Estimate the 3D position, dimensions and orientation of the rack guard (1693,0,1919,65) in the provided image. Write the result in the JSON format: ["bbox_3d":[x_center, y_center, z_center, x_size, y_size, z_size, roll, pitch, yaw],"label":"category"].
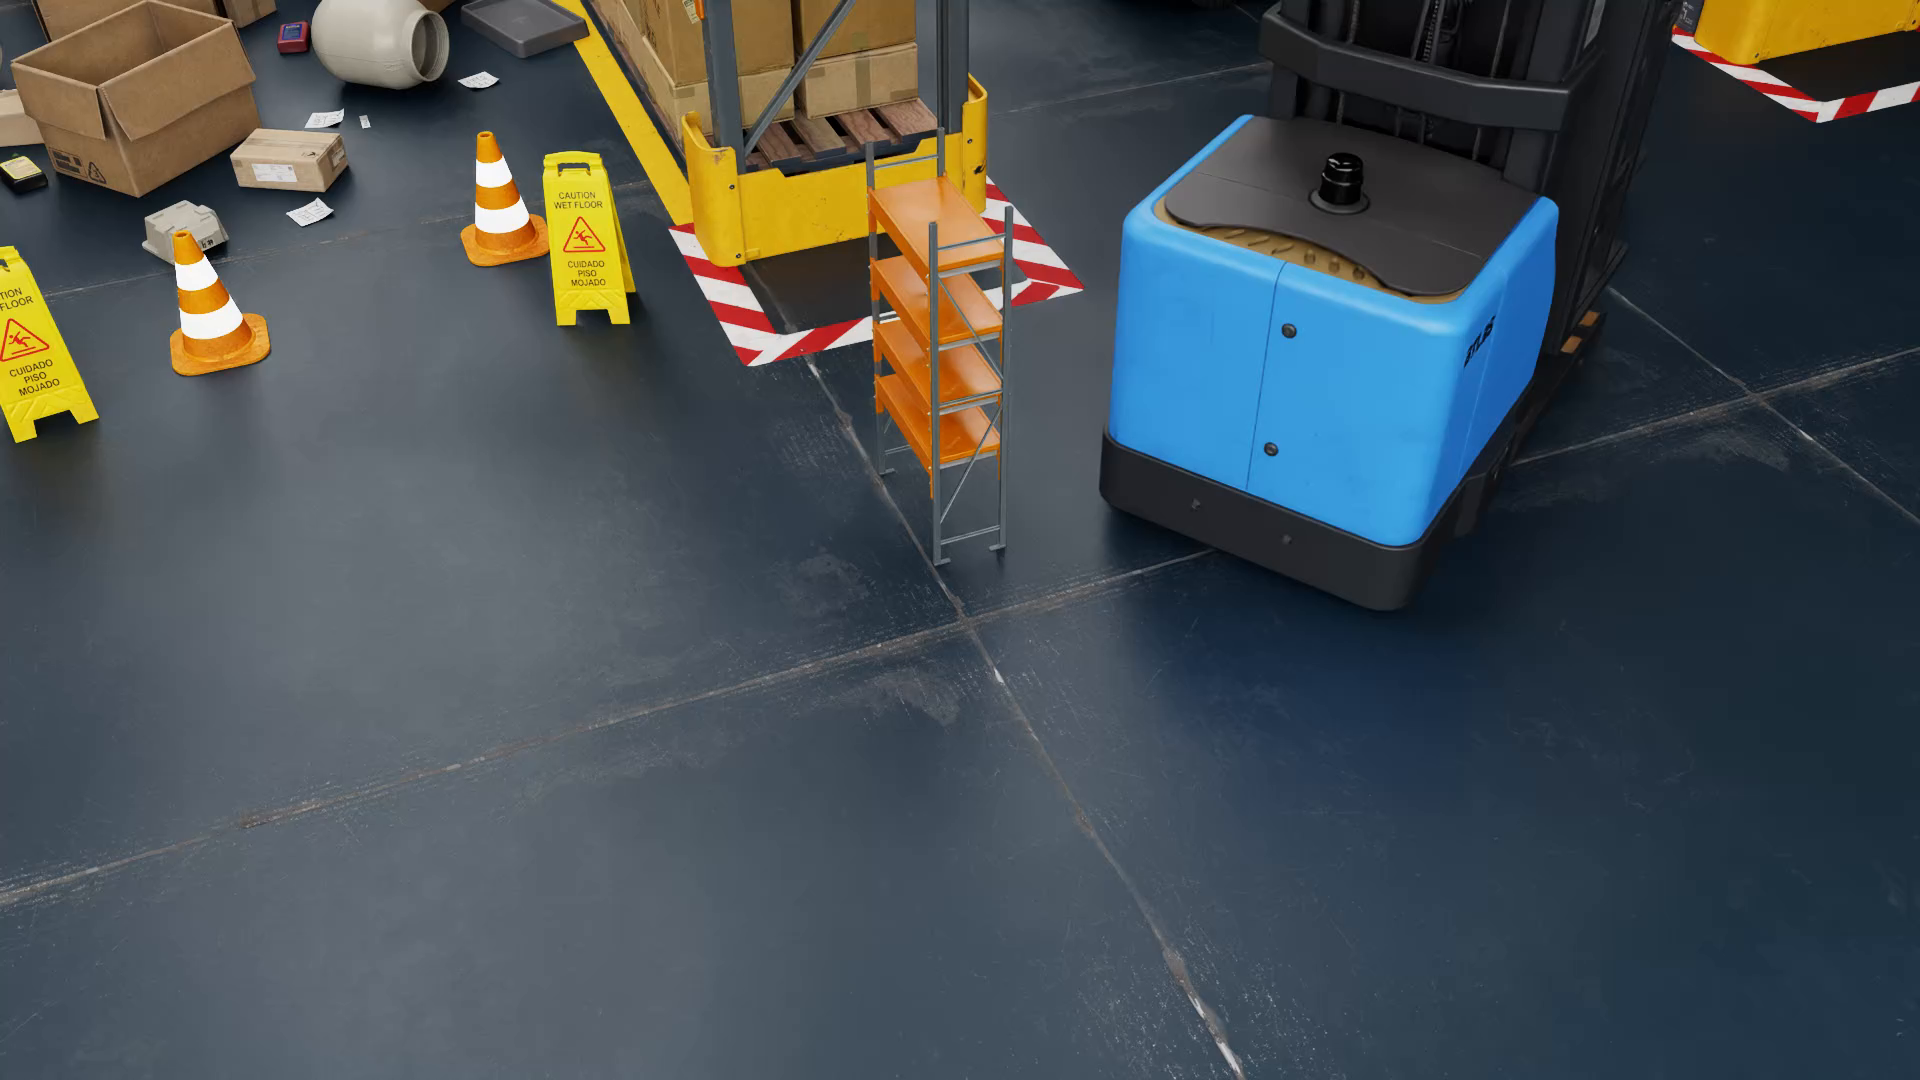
[{"bbox_3d":[4.144,-2.671,7.973,1.175,0.500,0.348,-15,43,-17],"label":"rack guard"}]

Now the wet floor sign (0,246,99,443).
[{"bbox_3d":[-3.144,-0.681,5.547,0.267,0.644,0.232,-23,46,-24],"label":"wet floor sign"}]

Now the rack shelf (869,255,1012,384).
[{"bbox_3d":[-0.063,-0.673,4.873,0.258,0.148,0.480,-15,43,-17],"label":"rack shelf"}]

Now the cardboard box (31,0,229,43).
[{"bbox_3d":[-3.826,-2.486,7.651,0.797,0.637,0.503,-15,43,-17],"label":"cardboard box"}]

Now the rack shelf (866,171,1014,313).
[{"bbox_3d":[-0.063,-0.853,4.719,0.258,0.148,0.480,-15,43,-17],"label":"rack shelf"}]

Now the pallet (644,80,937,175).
[{"bbox_3d":[-0.757,-1.880,7.274,1.003,0.211,1.213,-15,43,-17],"label":"pallet"}]

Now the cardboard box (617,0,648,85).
[{"bbox_3d":[-1.199,-2.244,7.345,0.500,0.250,0.500,-15,43,-17],"label":"cardboard box"}]

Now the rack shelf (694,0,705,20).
[{"bbox_3d":[-1.215,-3.325,7.368,1.077,0.370,4.000,-15,43,-17],"label":"rack shelf"}]

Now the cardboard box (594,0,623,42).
[{"bbox_3d":[-1.404,-2.557,7.710,0.500,0.250,0.500,-17,43,-18],"label":"cardboard box"}]

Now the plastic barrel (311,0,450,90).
[{"bbox_3d":[-2.639,-2.283,7.580,0.512,0.421,0.421,12,42,13],"label":"plastic barrel"}]

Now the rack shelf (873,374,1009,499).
[{"bbox_3d":[-0.063,-0.353,5.148,0.258,0.148,0.480,-15,43,-17],"label":"rack shelf"}]

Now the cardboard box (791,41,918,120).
[{"bbox_3d":[-0.503,-2.065,7.137,0.500,0.250,0.500,-15,43,-17],"label":"cardboard box"}]

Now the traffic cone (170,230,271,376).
[{"bbox_3d":[-2.702,-0.887,5.926,0.336,0.463,0.334,-15,43,-17],"label":"traffic cone"}]

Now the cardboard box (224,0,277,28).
[{"bbox_3d":[-3.652,-2.740,8.232,0.396,0.266,0.258,19,44,20],"label":"cardboard box"}]

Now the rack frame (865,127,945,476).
[{"bbox_3d":[-0.157,-0.702,5.146,0.240,1.200,0.015,-15,43,-17],"label":"rack frame"}]

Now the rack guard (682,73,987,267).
[{"bbox_3d":[-0.479,-1.491,6.601,1.175,0.500,0.348,-15,43,-17],"label":"rack guard"}]

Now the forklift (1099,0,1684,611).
[{"bbox_3d":[1.678,-1.833,5.133,1.130,2.935,3.031,23,46,25],"label":"forklift"}]

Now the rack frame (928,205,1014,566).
[{"bbox_3d":[0.030,-0.408,4.804,0.240,1.200,0.015,-15,43,-17],"label":"rack frame"}]

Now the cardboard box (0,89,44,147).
[{"bbox_3d":[-4.156,-1.894,7.249,0.396,0.266,0.258,-8,41,-9],"label":"cardboard box"}]

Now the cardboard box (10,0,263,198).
[{"bbox_3d":[-3.461,-1.873,7.042,0.637,0.503,0.797,19,44,20],"label":"cardboard box"}]

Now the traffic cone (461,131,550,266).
[{"bbox_3d":[-1.806,-1.368,6.486,0.336,0.463,0.334,-15,43,-17],"label":"traffic cone"}]

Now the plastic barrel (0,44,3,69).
[{"bbox_3d":[-4.664,-2.229,7.518,0.512,0.421,0.421,12,42,13],"label":"plastic barrel"}]

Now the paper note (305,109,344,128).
[{"bbox_3d":[-2.837,-1.885,7.427,0.148,0.019,0.142,-2,41,-2],"label":"paper note"}]

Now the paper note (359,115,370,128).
[{"bbox_3d":[-7.054,-5.641,11.648,3.823,0.211,13.979,-15,43,-17],"label":"paper note"}]

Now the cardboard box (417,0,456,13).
[{"bbox_3d":[-2.828,-2.871,8.203,0.500,0.500,0.500,12,42,13],"label":"cardboard box"}]

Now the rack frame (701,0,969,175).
[{"bbox_3d":[-0.450,-2.393,5.732,1.000,3.000,0.127,-15,43,-17],"label":"rack frame"}]

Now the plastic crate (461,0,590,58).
[{"bbox_3d":[-2.137,-2.545,8.149,0.402,0.080,0.583,-31,49,-31],"label":"plastic crate"}]

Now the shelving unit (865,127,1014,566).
[{"bbox_3d":[-0.063,-0.555,4.975,0.258,1.200,0.503,-15,43,-17],"label":"shelving unit"}]

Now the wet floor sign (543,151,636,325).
[{"bbox_3d":[-1.366,-1.119,6.056,0.267,0.644,0.232,-2,41,-2],"label":"wet floor sign"}]

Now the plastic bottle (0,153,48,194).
[{"bbox_3d":[-3.966,-1.552,7.008,0.133,0.061,0.283,-31,49,-31],"label":"plastic bottle"}]

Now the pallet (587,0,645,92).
[{"bbox_3d":[-1.220,-2.614,8.127,1.003,0.211,1.213,-15,43,-17],"label":"pallet"}]

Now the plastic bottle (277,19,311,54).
[{"bbox_3d":[-3.219,-2.443,8.044,0.133,0.061,0.283,-8,41,-9],"label":"plastic bottle"}]

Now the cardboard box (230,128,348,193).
[{"bbox_3d":[-2.817,-1.597,6.993,0.380,0.149,0.250,5,41,6],"label":"cardboard box"}]

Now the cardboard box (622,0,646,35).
[{"bbox_3d":[-1.200,-2.525,7.098,0.500,0.500,0.500,-14,43,-15],"label":"cardboard box"}]

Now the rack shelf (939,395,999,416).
[{"bbox_3d":[-0.063,-0.525,5.000,0.199,0.029,0.442,-15,43,-17],"label":"rack shelf"}]

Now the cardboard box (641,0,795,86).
[{"bbox_3d":[-0.997,-2.212,6.733,0.500,0.500,0.500,-15,43,-17],"label":"cardboard box"}]

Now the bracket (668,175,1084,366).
[{"bbox_3d":[-0.346,-1.108,6.538,1.378,0.001,1.079,-15,43,-17],"label":"bracket"}]
